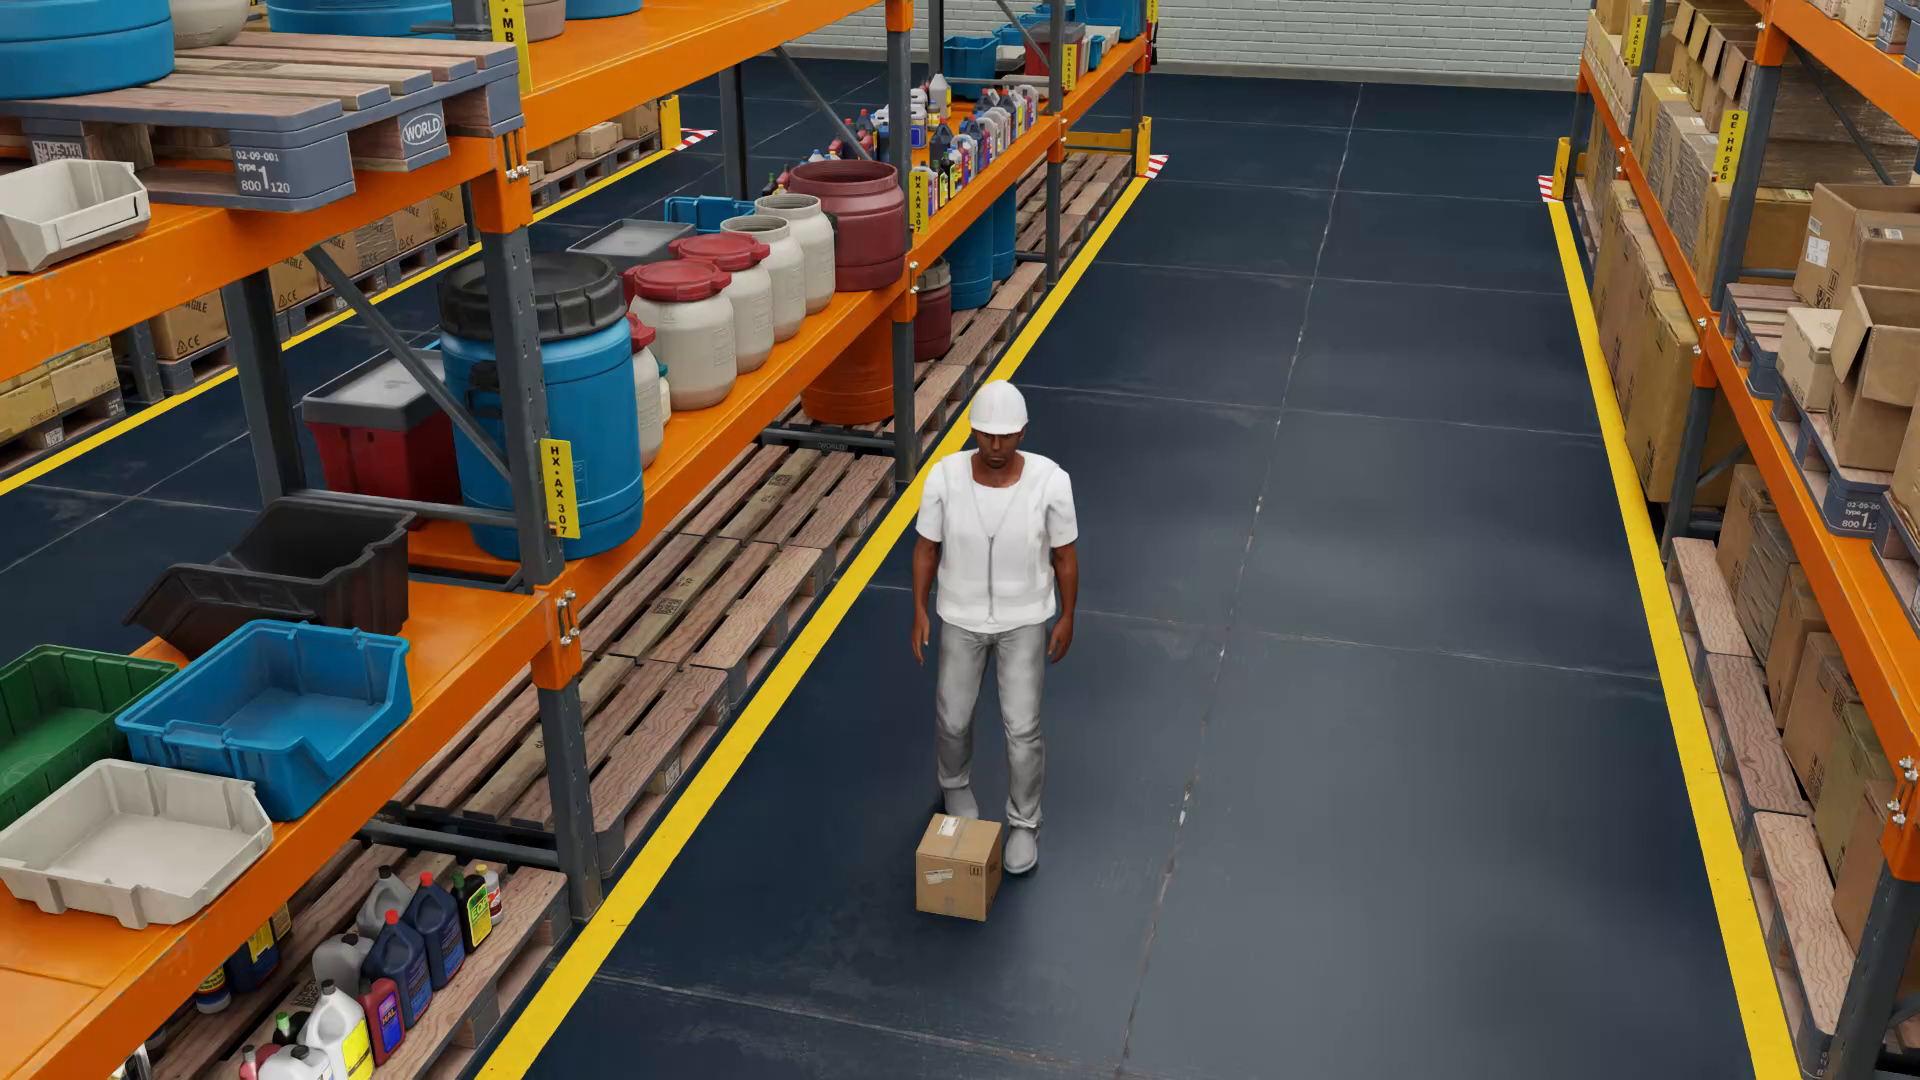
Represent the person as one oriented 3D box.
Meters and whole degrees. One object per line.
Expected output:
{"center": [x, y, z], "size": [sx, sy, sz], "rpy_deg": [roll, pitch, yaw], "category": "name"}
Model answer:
{"center": [0.113, 0.319, 5.944], "size": [0.597, 1.775, 0.579], "rpy_deg": [2, 25, 5], "category": "person"}
